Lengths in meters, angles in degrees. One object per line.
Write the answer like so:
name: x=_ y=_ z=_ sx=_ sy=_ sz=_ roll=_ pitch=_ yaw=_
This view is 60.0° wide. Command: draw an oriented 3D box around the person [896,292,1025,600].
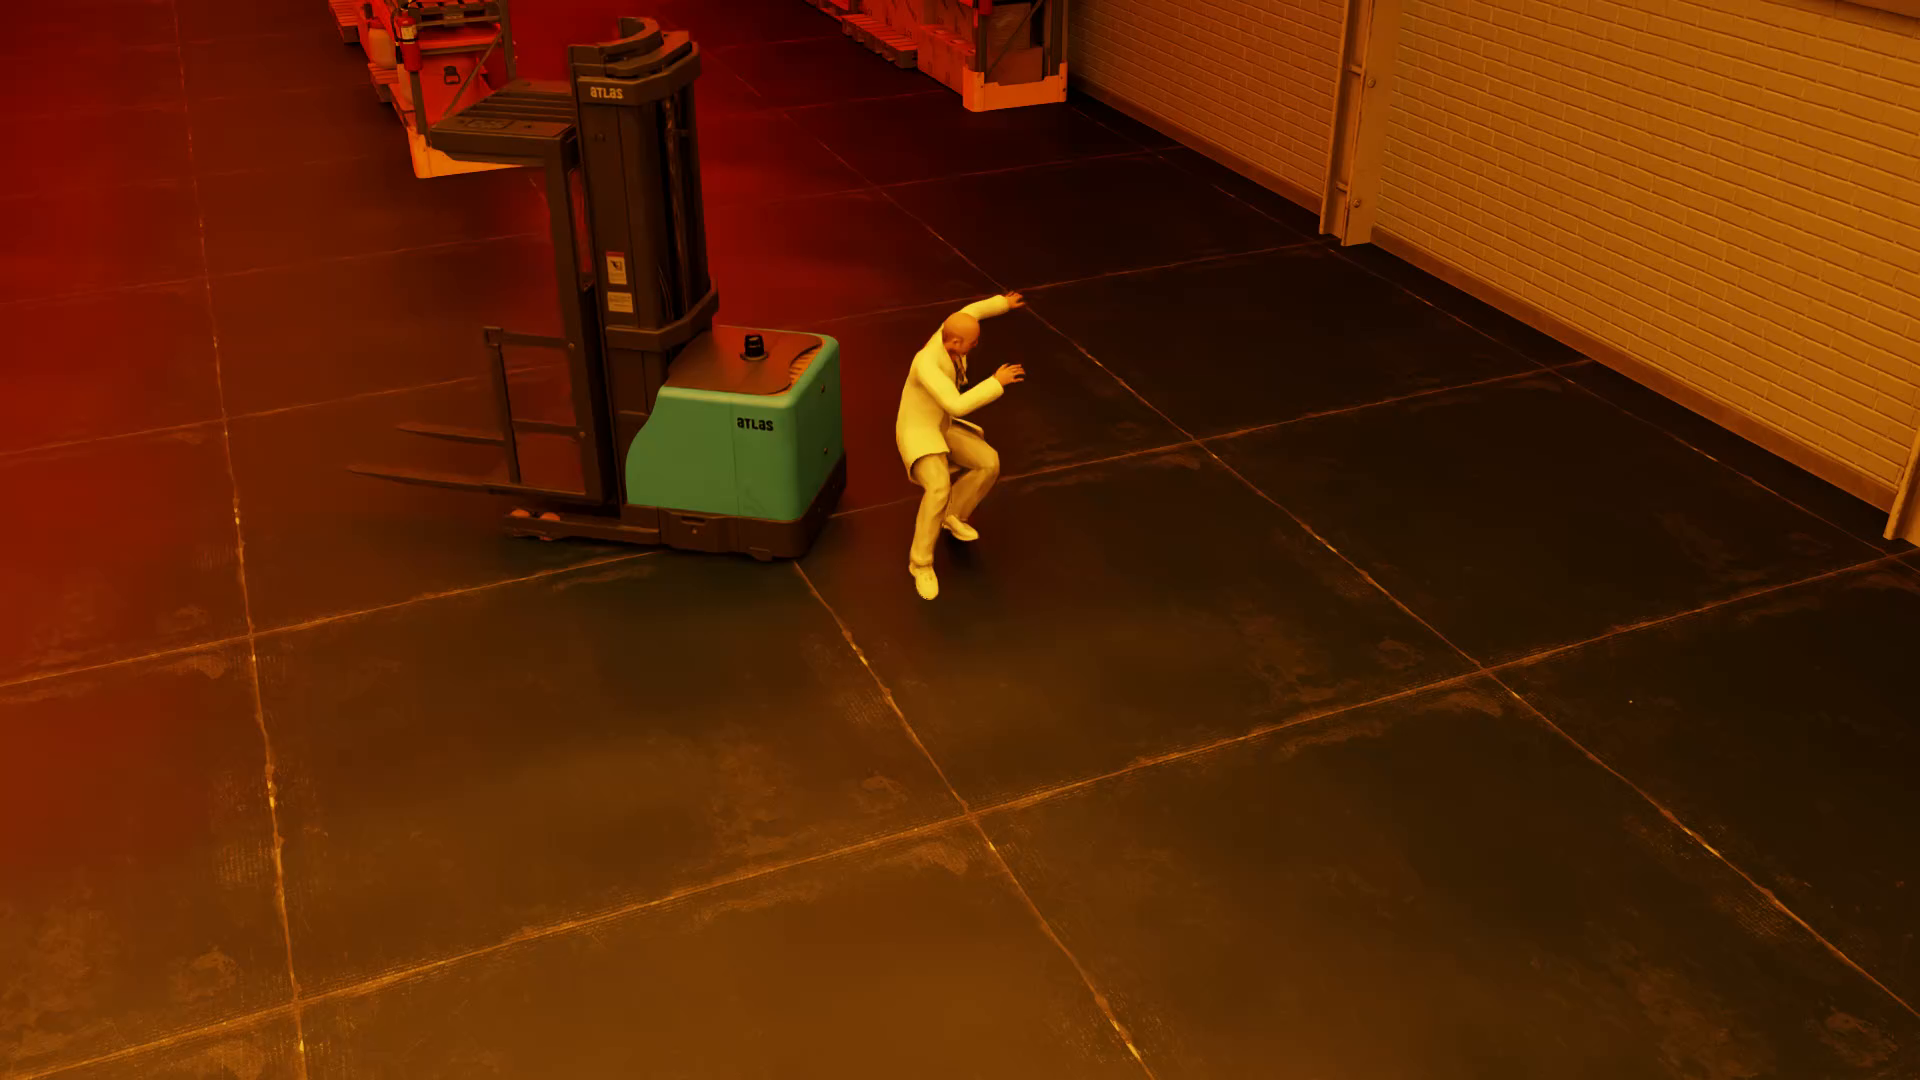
person: x=0.050 y=-0.684 z=9.821 sx=0.774 sy=1.469 sz=1.644 roll=14 pitch=33 yaw=23

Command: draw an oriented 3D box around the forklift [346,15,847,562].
forklift: x=-2.290 y=-1.515 z=9.769 sx=3.031 sy=2.935 sz=1.130 roll=6 pitch=30 yaw=11
